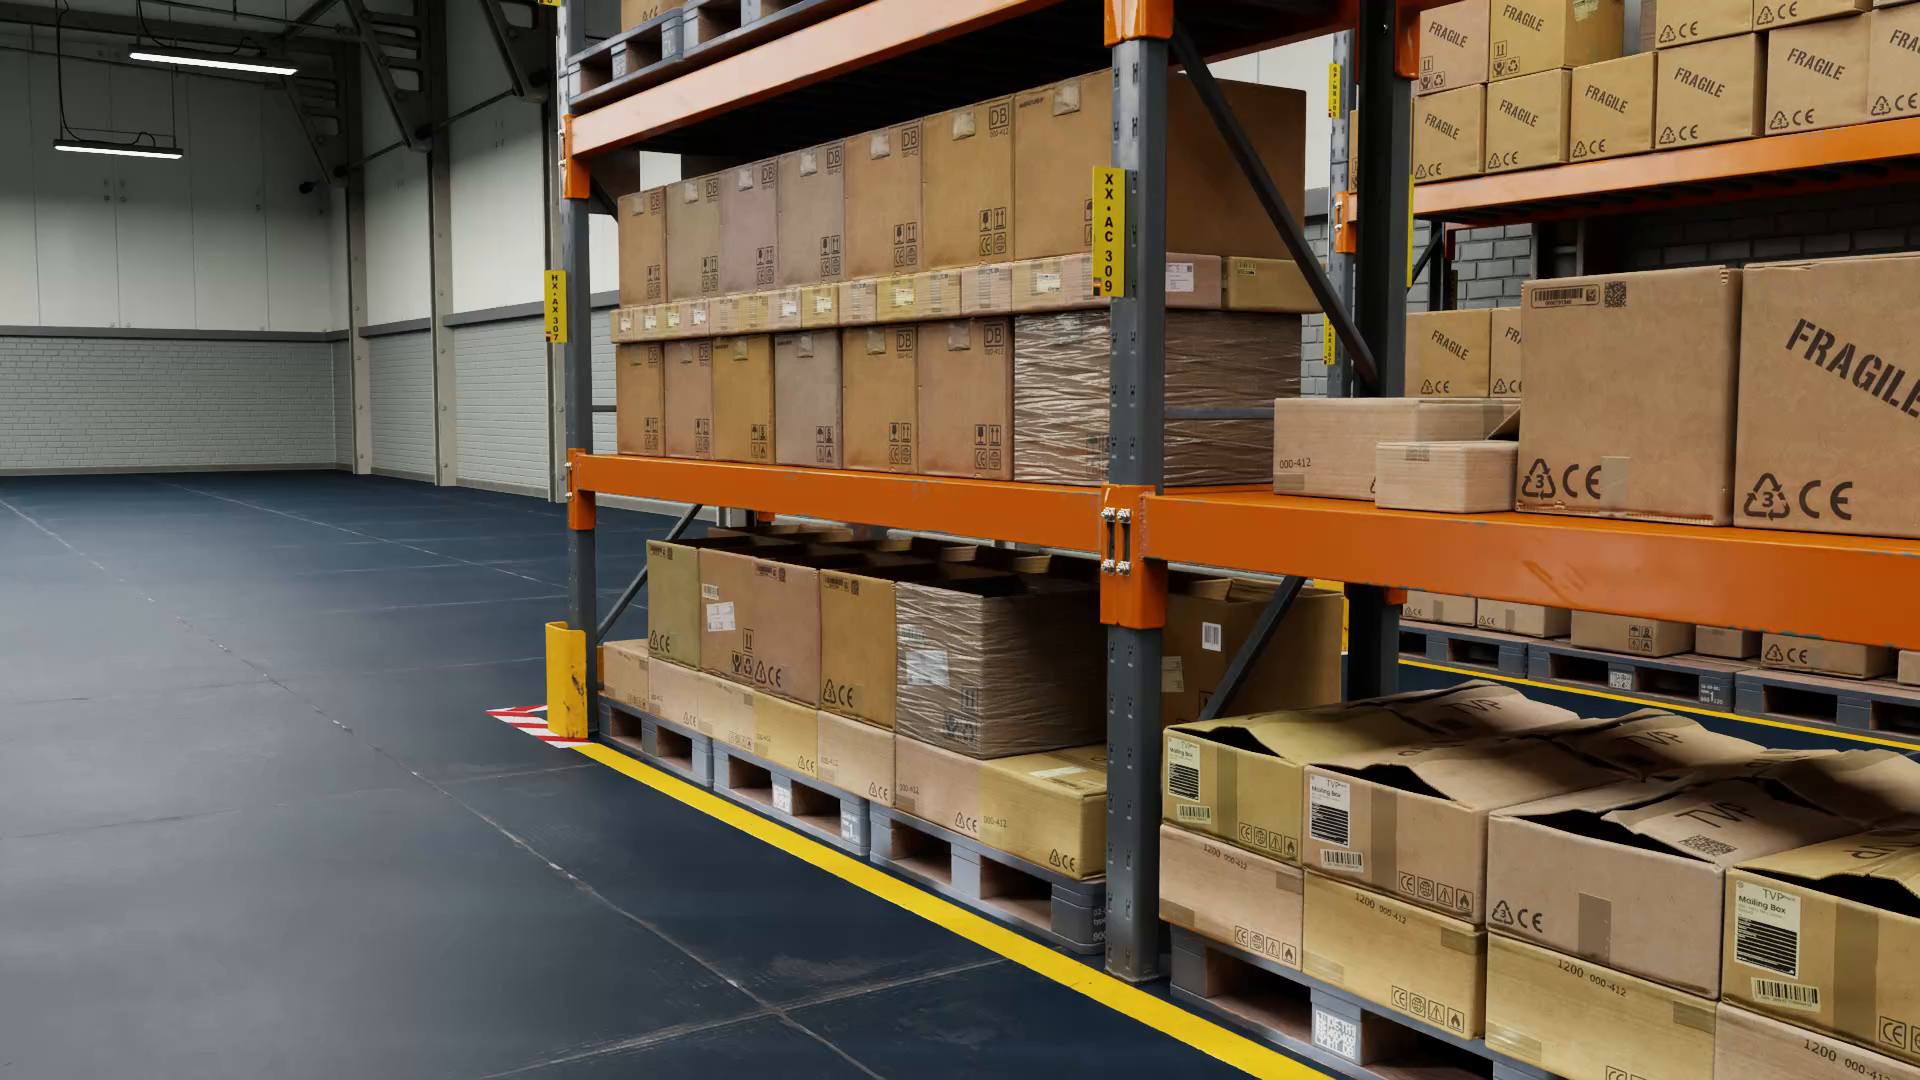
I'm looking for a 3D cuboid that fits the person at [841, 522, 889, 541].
[{"bbox_3d":[-0.526,-0.115,9.826,0.402,1.663,0.613,0,5,5],"label":"person"}]
